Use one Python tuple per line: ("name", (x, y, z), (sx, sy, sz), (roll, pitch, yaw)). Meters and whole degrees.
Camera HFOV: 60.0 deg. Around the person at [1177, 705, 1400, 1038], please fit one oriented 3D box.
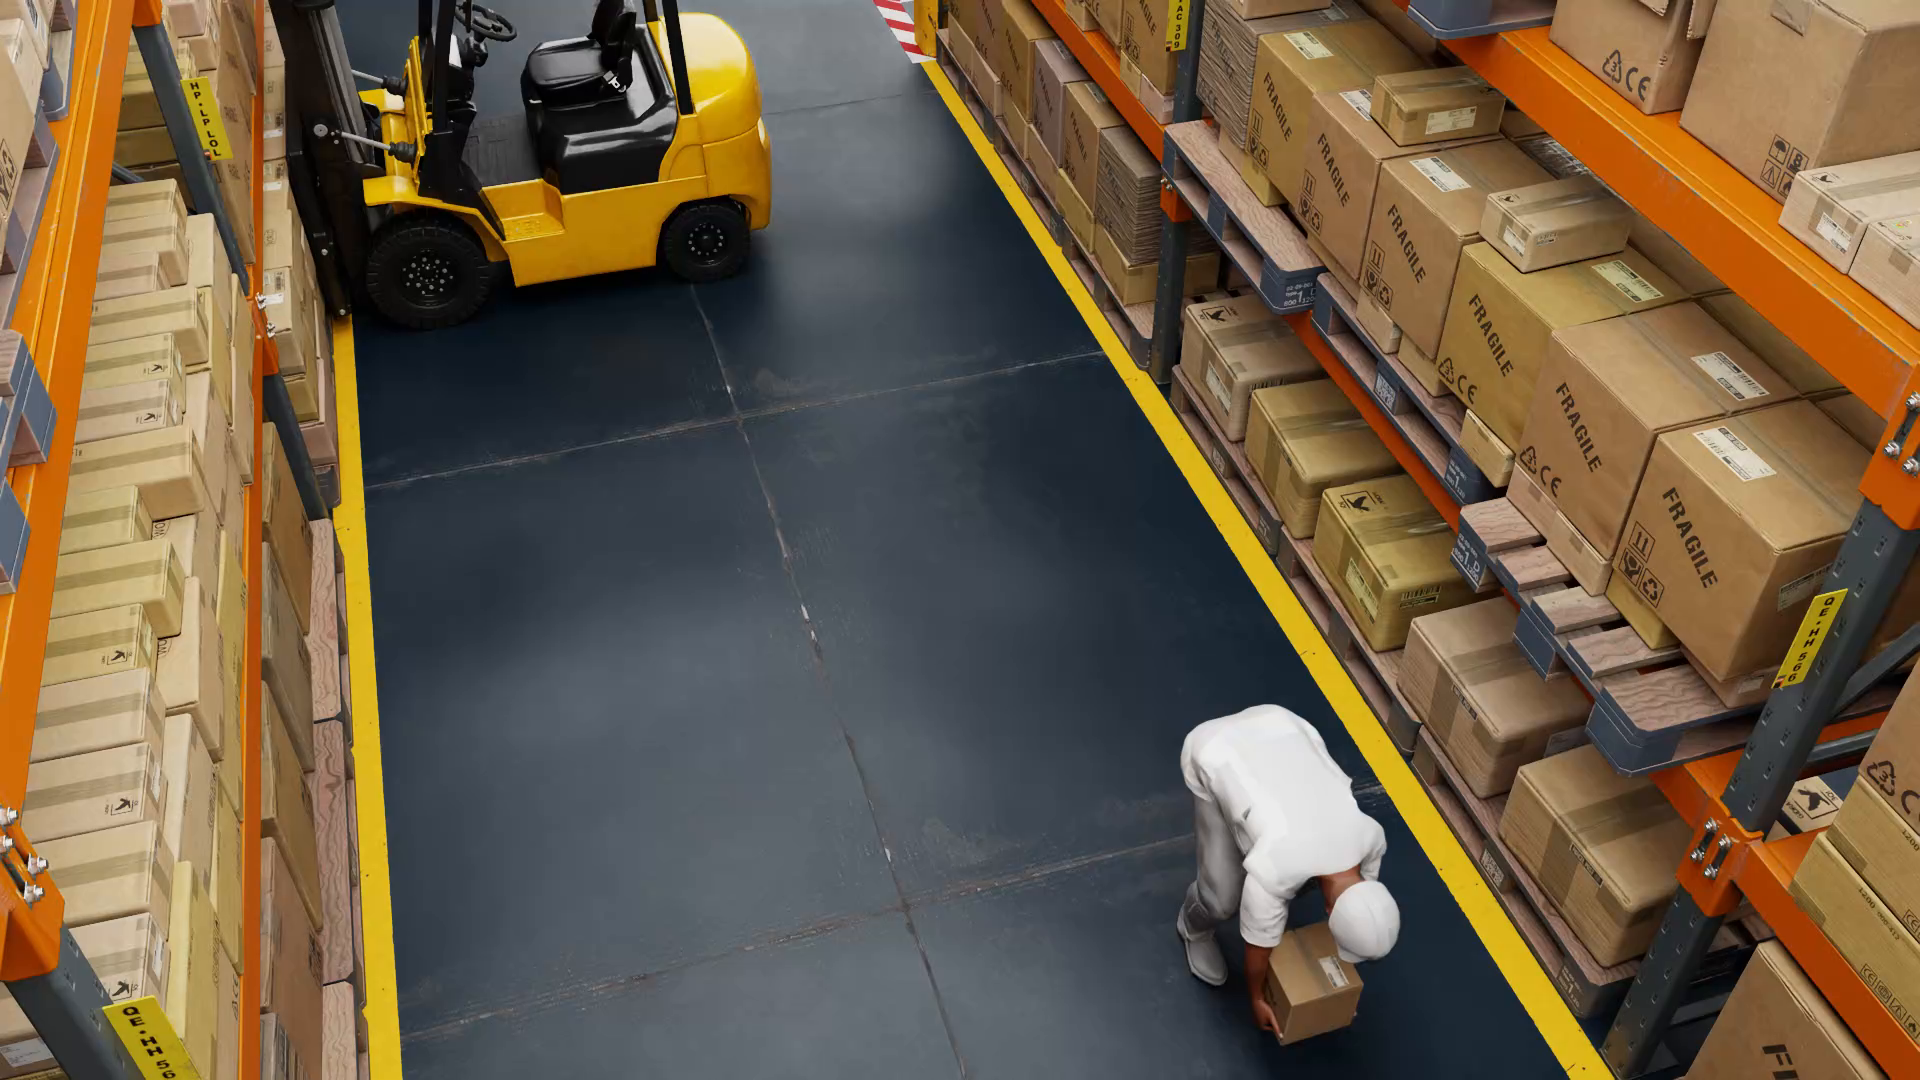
("person", (1.054, 1.151, 5.376), (0.478, 1.075, 0.982), (-15, 44, -16))
